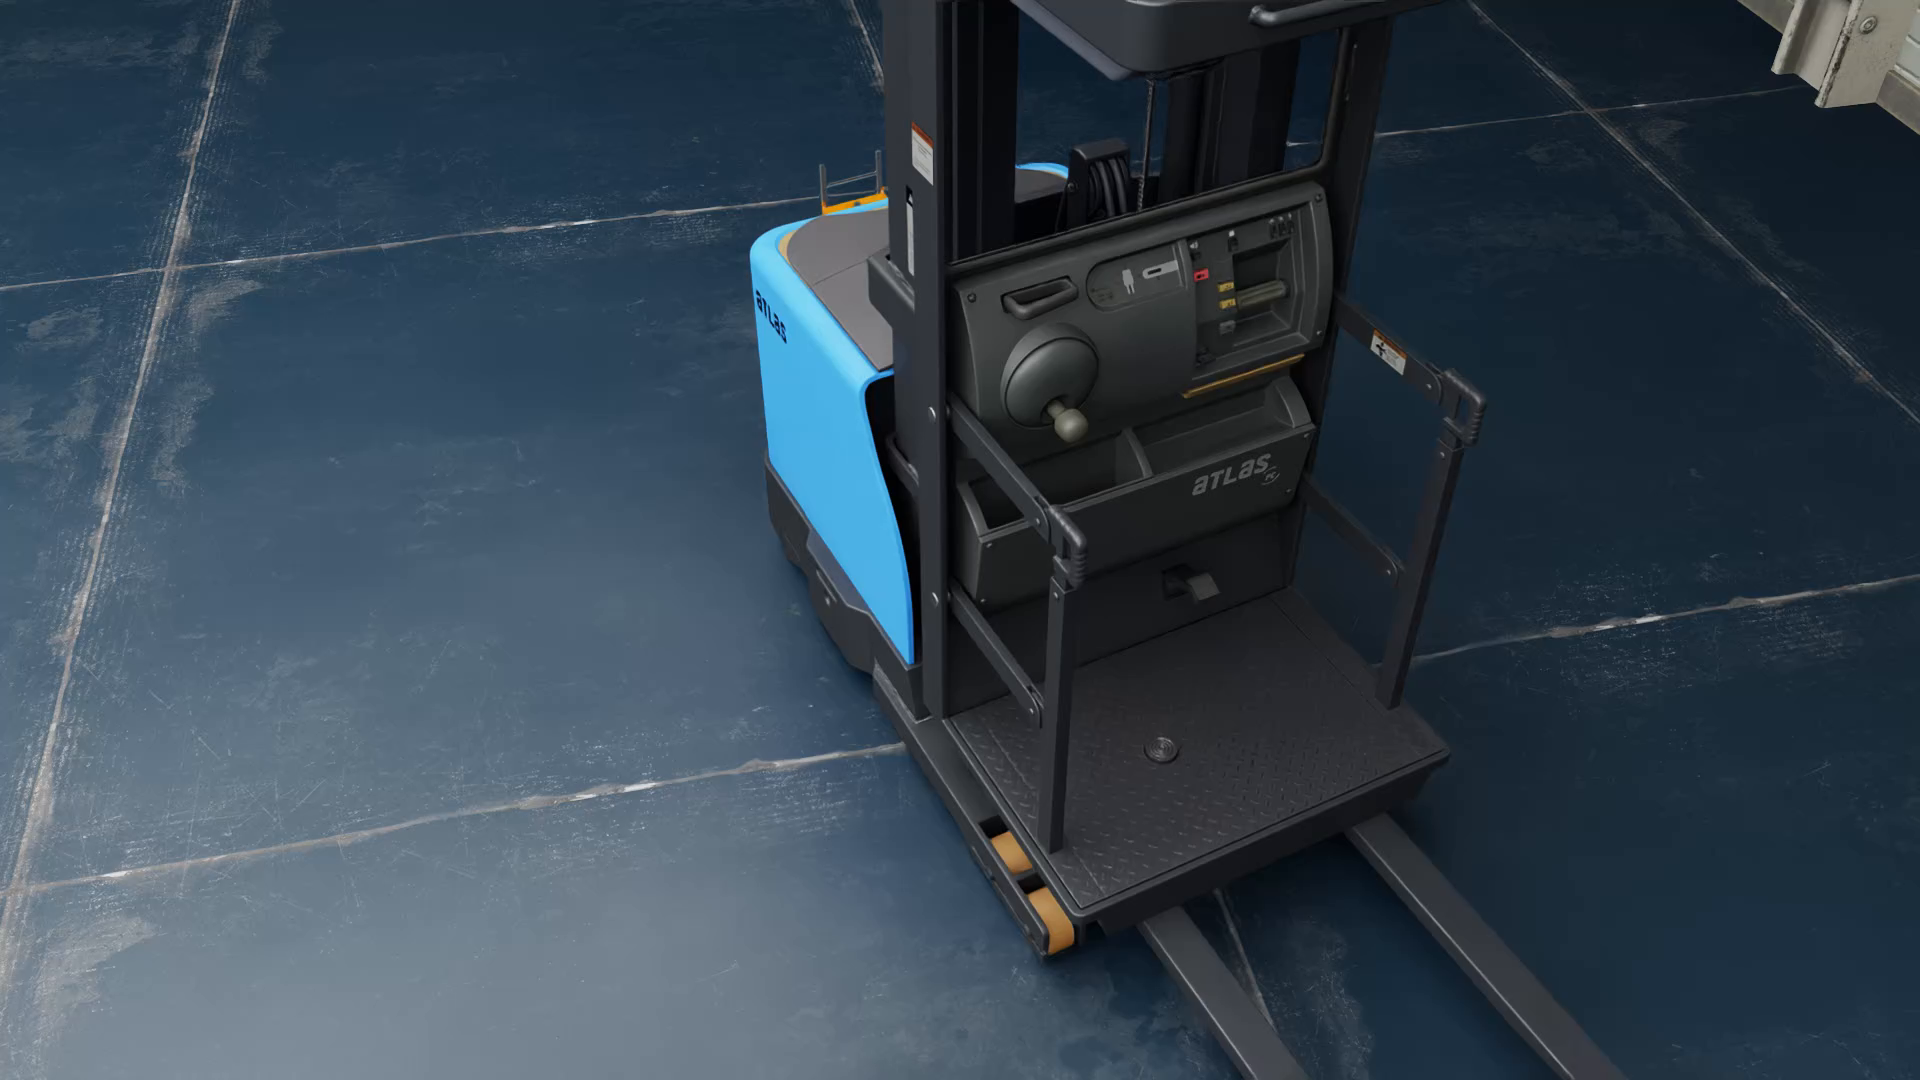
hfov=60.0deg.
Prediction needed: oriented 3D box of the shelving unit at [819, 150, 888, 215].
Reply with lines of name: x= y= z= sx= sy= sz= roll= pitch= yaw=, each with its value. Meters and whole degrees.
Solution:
shelving unit: x=-0.270 y=-0.674 z=5.218 sx=0.215 sy=1.050 sz=0.252 roll=-19 pitch=45 yaw=-20

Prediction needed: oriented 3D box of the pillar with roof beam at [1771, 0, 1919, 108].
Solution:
pillar with roof beam: x=-0.254 y=-4.826 z=3.908 sx=9.100 sy=9.000 sz=0.400 roll=-8 pitch=42 yaw=-9

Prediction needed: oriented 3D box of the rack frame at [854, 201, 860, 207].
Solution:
rack frame: x=-0.214 y=-0.602 z=5.137 sx=0.200 sy=1.050 sz=0.008 roll=-19 pitch=45 yaw=-20

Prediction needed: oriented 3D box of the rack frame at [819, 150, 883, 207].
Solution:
rack frame: x=-0.326 y=-0.746 z=5.300 sx=0.200 sy=1.050 sz=0.008 roll=-19 pitch=45 yaw=-20

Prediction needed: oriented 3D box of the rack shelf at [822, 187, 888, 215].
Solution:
rack shelf: x=-0.270 y=-0.878 z=5.037 sx=0.215 sy=0.259 sz=0.240 roll=-19 pitch=45 yaw=-20

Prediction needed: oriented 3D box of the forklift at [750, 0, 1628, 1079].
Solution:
forklift: x=0.527 y=-0.420 z=3.515 sx=1.130 sy=2.935 sz=3.031 roll=-19 pitch=45 yaw=-20
